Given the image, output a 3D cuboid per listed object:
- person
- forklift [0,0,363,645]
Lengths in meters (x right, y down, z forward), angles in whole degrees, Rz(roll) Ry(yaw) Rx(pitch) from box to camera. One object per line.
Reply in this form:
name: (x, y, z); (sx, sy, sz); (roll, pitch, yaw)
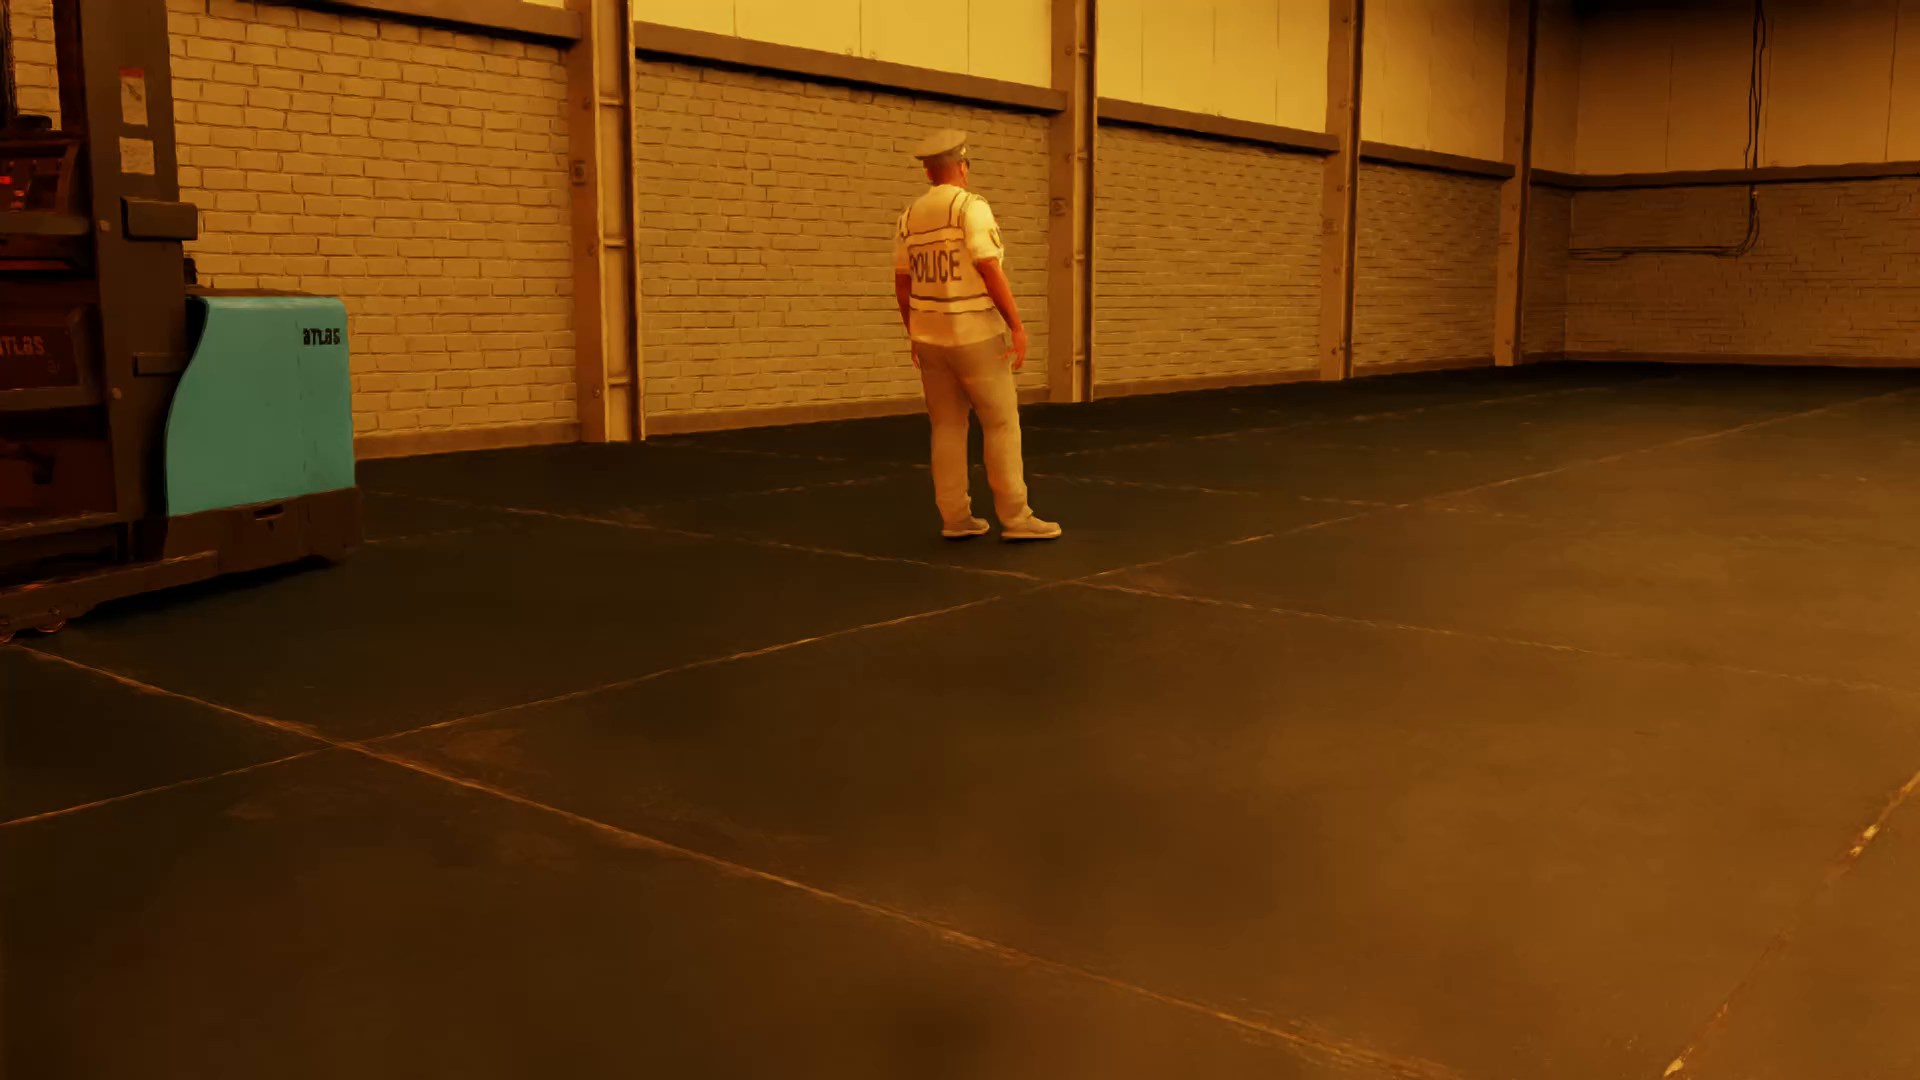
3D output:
person: (0.058, -0.896, 7.328); (0.640, 1.778, 0.574); (7, 11, 38)
forklift: (-3.400, -1.187, 5.397); (1.130, 2.935, 3.031); (3, 9, 19)
